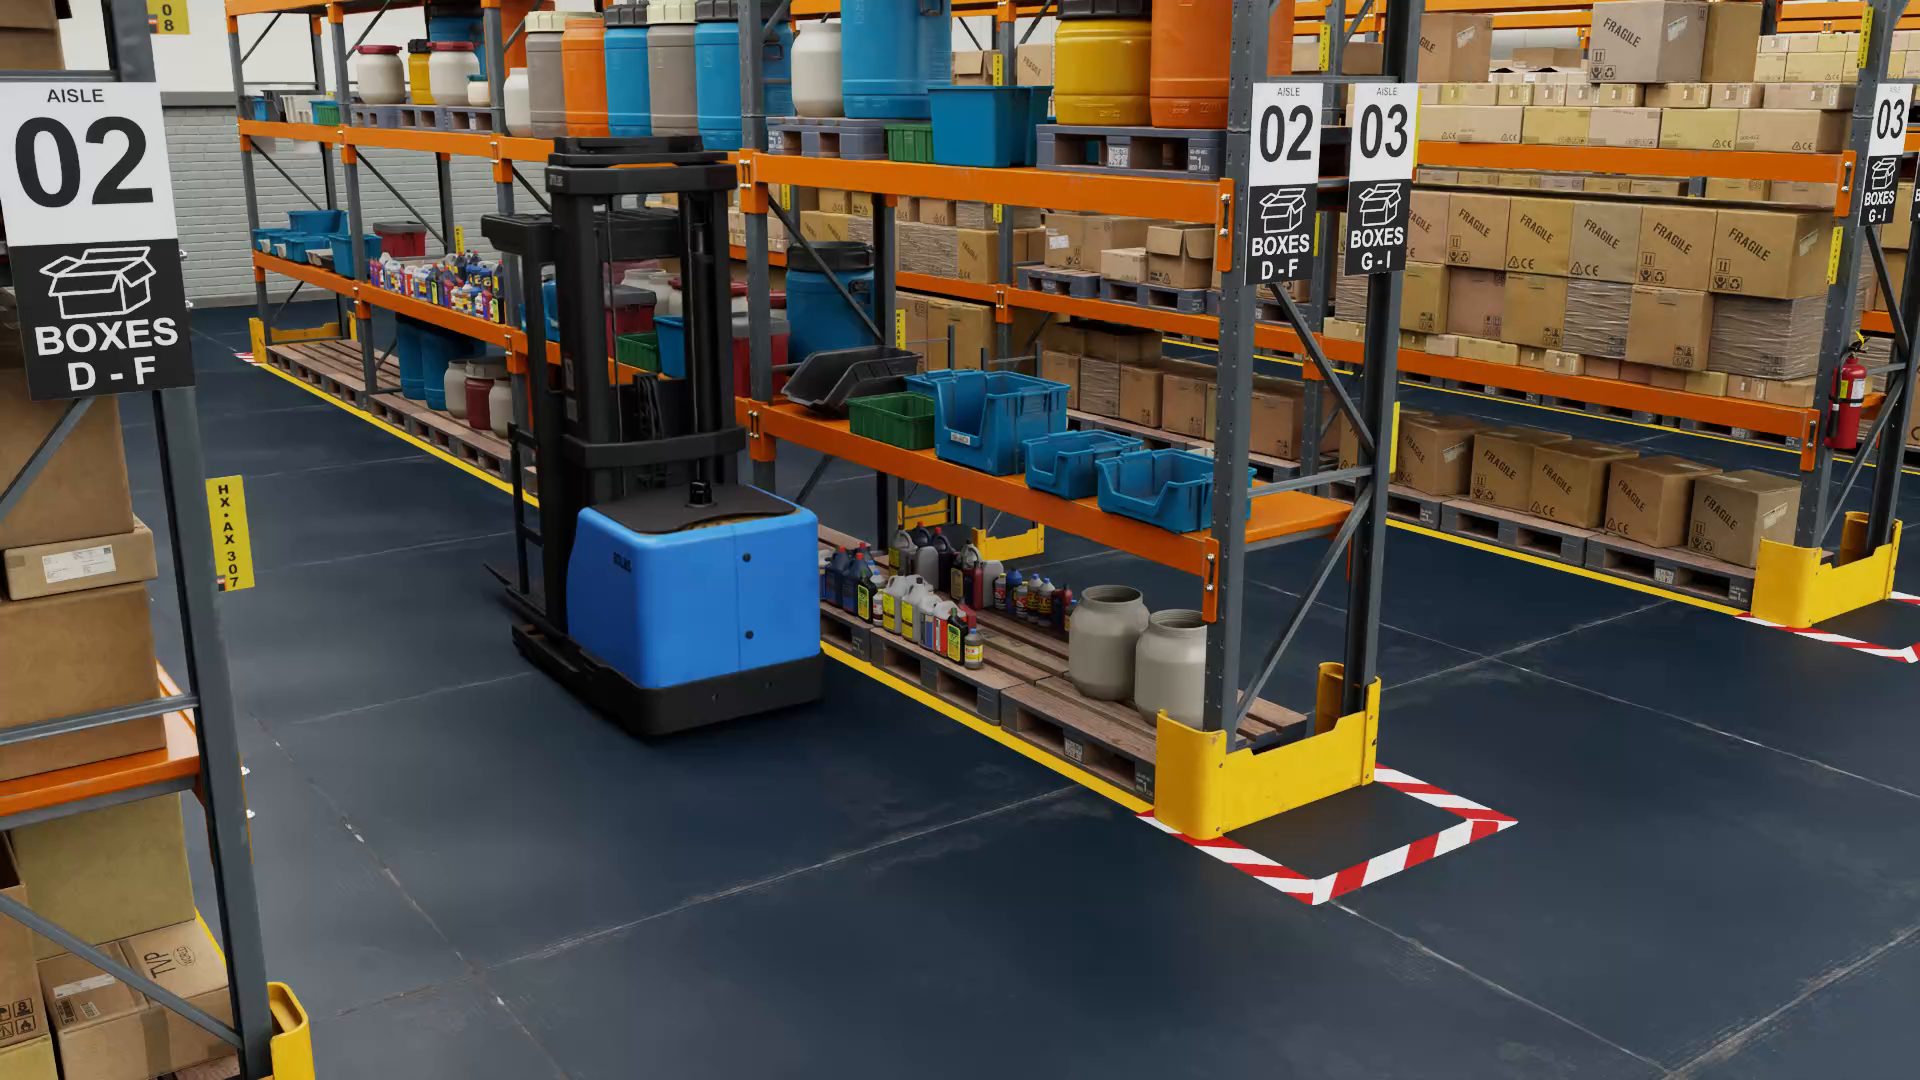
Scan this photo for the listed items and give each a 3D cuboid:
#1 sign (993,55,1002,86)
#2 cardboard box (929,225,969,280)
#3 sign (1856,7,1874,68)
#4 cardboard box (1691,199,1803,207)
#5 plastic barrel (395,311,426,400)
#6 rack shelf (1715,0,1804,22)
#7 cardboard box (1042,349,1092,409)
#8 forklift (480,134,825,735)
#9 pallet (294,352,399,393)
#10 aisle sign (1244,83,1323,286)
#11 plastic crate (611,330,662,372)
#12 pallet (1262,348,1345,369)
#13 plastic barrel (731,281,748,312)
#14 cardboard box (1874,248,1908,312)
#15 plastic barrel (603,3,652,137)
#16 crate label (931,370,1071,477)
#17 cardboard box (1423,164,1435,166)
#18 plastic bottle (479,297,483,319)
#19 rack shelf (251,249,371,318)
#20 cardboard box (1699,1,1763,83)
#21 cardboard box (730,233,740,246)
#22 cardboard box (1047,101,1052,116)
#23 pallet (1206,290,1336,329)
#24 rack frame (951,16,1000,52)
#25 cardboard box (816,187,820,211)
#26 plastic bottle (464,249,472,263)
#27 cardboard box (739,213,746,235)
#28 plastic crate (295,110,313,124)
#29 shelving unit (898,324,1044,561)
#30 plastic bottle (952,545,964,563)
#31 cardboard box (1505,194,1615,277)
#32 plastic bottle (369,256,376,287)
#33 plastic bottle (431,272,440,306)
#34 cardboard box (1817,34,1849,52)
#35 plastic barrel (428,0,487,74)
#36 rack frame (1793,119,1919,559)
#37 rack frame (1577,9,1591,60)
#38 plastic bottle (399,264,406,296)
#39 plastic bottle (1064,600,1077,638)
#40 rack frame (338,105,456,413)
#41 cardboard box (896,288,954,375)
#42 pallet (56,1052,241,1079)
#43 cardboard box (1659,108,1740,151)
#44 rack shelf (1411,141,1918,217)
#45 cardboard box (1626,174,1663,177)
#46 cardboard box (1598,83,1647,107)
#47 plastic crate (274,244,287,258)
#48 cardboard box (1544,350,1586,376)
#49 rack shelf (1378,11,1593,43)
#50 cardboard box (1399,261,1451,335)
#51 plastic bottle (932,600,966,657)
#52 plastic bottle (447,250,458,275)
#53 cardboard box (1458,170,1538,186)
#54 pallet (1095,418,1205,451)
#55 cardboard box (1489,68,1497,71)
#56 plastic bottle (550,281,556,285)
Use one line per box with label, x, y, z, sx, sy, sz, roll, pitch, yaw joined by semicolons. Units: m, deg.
sign;0.355;-4.371;15.554;0.100;0.325;0.005;-11;19;-35
cardboard box;0.030;-2.944;16.961;0.500;0.500;0.500;-11;19;-35
sign;5.052;-2.805;9.284;0.100;0.325;0.005;-11;19;-35
cardboard box;5.121;-1.955;10.889;0.500;0.500;0.500;-11;19;-35
plastic barrel;-5.243;-1.878;16.437;0.600;0.901;0.708;-11;19;-35
rack shelf;8.408;-4.542;13.746;1.077;0.370;4.000;-11;19;-35
cardboard box;1.219;-1.588;16.098;0.700;0.500;0.500;-12;19;-37
forklift;-1.950;-0.774;9.353;1.130;2.935;3.031;-10;18;-32
pallet;-6.735;-1.874;18.522;1.003;0.211;1.213;-11;19;-35
aisle sign;1.308;-1.437;6.719;0.394;0.787;0.004;-11;19;-35
plastic crate;-2.098;-1.324;11.634;0.450;0.188;0.662;-11;19;-35
pallet;4.422;-2.292;20.050;1.003;0.211;1.213;-11;19;-35
plastic barrel;-1.662;-1.559;11.833;0.433;0.535;0.433;0;15;0
cardboard box;8.415;-2.266;14.389;0.875;0.550;0.500;-11;19;-35
plastic barrel;-2.089;-3.141;11.240;0.600;0.901;0.708;-11;19;-35
crate label;0.205;-0.613;8.565;0.502;0.435;0.616;-11;19;-35
cardboard box;6.821;-5.401;24.045;0.500;0.500;0.500;-11;19;-35
plastic bottle;-3.969;-1.954;13.909;0.097;0.201;0.097;0;15;0
rack shelf;-6.725;-2.887;18.305;1.077;0.370;4.000;-11;19;-35
cardboard box;4.858;-3.252;10.893;0.500;0.500;0.500;-11;19;-35
cardboard box;-2.593;-3.688;20.346;0.380;0.149;0.250;-10;18;-34
cardboard box;0.879;-3.956;15.450;0.500;0.250;0.500;-10;18;-34
pallet;2.829;-1.961;13.921;1.003;0.211;1.213;-11;19;-35
rack frame;0.176;-8.072;24.521;1.000;3.000;0.127;-11;19;-35
cardboard box;-1.618;-4.150;19.858;0.500;0.500;0.500;-11;19;-35
plastic bottle;-4.744;-2.638;16.124;0.144;0.351;0.185;-11;19;-35
cardboard box;-2.321;-3.810;20.037;0.500;0.250;0.500;-10;18;-33
plastic crate;-6.605;-4.339;17.064;0.293;0.136;0.466;-11;19;-35
shelving unit;0.045;-0.707;11.819;0.587;1.500;1.083;-11;19;-35
plastic bottle;0.008;0.162;10.116;0.061;0.283;0.133;-9;18;-31
cardboard box;4.111;-2.087;11.373;0.500;0.500;0.500;-11;19;-35
plastic bottle;-5.679;-2.606;16.137;0.061;0.283;0.133;-11;19;-35
plastic bottle;-4.640;-2.229;14.758;0.061;0.283;0.133;-11;19;-35
cardboard box;7.620;-4.284;14.343;0.380;0.149;0.250;-11;19;-35
plastic barrel;-4.422;-4.357;14.887;0.600;0.901;0.708;-11;19;-35
rack frame;5.512;-1.013;10.096;1.000;3.000;0.127;-11;19;-35
rack frame;10.486;-8.779;27.104;1.000;3.000;0.127;-11;19;-35
plastic bottle;-5.157;-2.416;15.444;0.061;0.283;0.133;-11;19;-35
plastic bottle;0.631;0.435;9.270;0.097;0.201;0.097;0;15;0
rack frame;-5.550;-2.807;16.649;1.000;3.000;0.127;-11;19;-35
cardboard box;-0.098;-2.241;17.812;1.225;0.875;0.875;-11;19;-34
pallet;-2.986;1.712;5.422;1.003;0.211;1.213;-11;19;-35
cardboard box;4.728;-2.557;10.340;0.500;0.250;0.500;-11;19;-34
rack shelf;4.337;-2.540;11.355;1.077;0.370;4.000;-11;19;-35
cardboard box;8.902;-4.522;21.367;0.500;0.500;0.500;-12;19;-36
cardboard box;4.338;-2.870;10.726;0.380;0.149;0.250;-12;19;-37
plastic crate;-7.502;-3.233;18.591;0.250;0.136;0.298;-11;19;-35
cardboard box;4.211;-1.225;11.345;0.380;0.149;0.250;-11;19;-35
rack shelf;7.649;-7.040;22.874;1.077;0.370;4.000;-11;19;-35
cardboard box;3.641;-1.841;12.368;0.875;0.500;0.500;-11;19;-35
plastic bottle;-0.054;0.475;8.985;0.152;0.276;0.135;-11;19;-34
plastic bottle;-4.861;-2.615;16.042;0.144;0.351;0.185;-11;19;-35
cardboard box;5.738;-3.686;17.777;0.700;0.500;0.500;-11;19;-35
pallet;1.980;-0.949;15.144;1.003;0.211;1.213;-11;19;-35
cardboard box;5.737;-4.948;17.973;0.500;0.311;0.500;-11;19;-35
plastic bottle;-3.463;-2.134;14.427;0.152;0.276;0.135;-11;19;-35
